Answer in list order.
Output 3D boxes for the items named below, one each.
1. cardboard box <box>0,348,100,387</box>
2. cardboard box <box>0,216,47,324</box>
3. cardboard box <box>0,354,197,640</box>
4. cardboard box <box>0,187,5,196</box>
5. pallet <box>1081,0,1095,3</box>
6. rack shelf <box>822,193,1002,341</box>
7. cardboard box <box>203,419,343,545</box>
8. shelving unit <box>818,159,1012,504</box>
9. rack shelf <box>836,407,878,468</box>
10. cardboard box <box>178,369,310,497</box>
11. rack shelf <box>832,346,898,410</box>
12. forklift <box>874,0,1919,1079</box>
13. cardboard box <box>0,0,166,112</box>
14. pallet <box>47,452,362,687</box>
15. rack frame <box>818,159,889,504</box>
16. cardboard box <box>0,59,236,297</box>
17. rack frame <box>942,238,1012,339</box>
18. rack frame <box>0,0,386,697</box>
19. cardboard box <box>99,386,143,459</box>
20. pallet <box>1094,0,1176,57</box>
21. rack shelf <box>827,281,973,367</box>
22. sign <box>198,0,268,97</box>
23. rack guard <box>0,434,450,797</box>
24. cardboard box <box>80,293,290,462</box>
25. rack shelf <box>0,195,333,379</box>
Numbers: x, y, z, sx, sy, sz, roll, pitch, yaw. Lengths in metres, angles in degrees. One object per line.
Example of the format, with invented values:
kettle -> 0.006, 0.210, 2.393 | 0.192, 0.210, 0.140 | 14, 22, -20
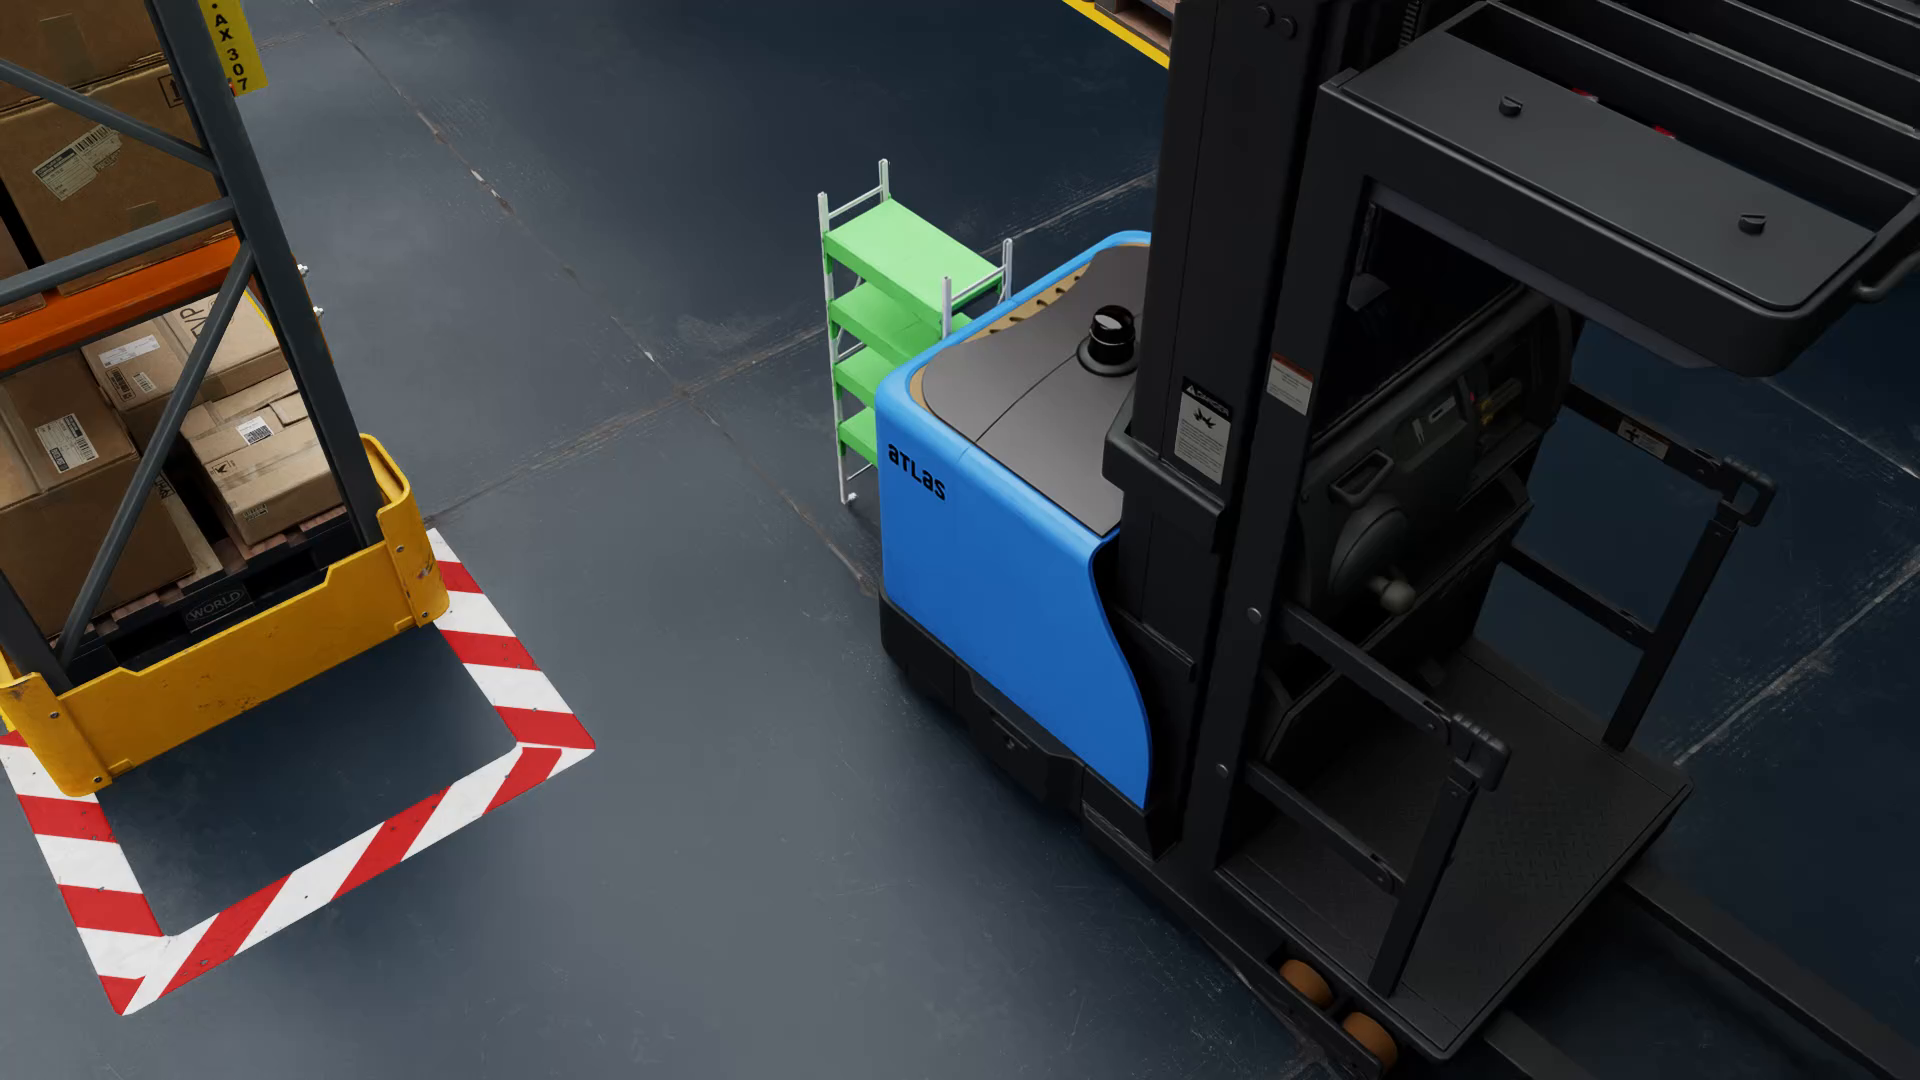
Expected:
cardboard box -> -3.130, -0.602, 5.330 | 0.500, 0.250, 0.500 | -29, 54, -24
cardboard box -> -2.542, -0.770, 3.856 | 0.500, 0.500, 0.500 | -28, 54, -23
cardboard box -> -2.579, -0.112, 4.717 | 0.500, 0.500, 0.500 | -29, 54, -24
cardboard box -> -2.429, -1.309, 4.345 | 0.500, 0.500, 0.500 | -30, 54, -24
pallet -> 0.606, -3.037, 7.861 | 1.003, 0.211, 1.213 | -29, 54, -24
rack shelf -> -0.123, -0.732, 4.542 | 0.258, 0.148, 0.480 | -35, 57, -28
cardboard box -> -2.034, -0.185, 5.021 | 0.380, 0.149, 0.250 | -29, 54, -24
shelving unit -> -0.123, -0.452, 4.850 | 0.258, 1.200, 0.503 | -35, 57, -28
rack shelf -> -0.123, -0.248, 5.075 | 0.258, 0.148, 0.480 | -35, 57, -28
cardboard box -> -2.185, -0.339, 5.148 | 0.380, 0.166, 0.250 | -29, 54, -24
rack shelf -> -0.123, -0.409, 4.897 | 0.258, 0.148, 0.480 | -35, 57, -28
forklift -> 1.147, -0.108, 3.370 | 1.130, 2.935, 3.031 | -35, 57, -28
cardboard box -> -2.113, -1.343, 3.701 | 0.500, 0.500, 0.500 | -28, 54, -23
pallet -> -2.583, -0.172, 5.263 | 1.003, 0.211, 1.213 | -29, 54, -24
rack frame -> -0.291, -0.583, 4.969 | 0.240, 1.200, 0.015 | -35, 57, -28
cardboard box -> -2.113, -1.007, 4.071 | 0.500, 0.500, 0.500 | -28, 54, -23
rack frame -> 0.045, -0.321, 4.731 | 0.240, 1.200, 0.015 | -35, 57, -28
rack frame -> -2.054, -0.594, 3.764 | 1.000, 3.000, 0.127 | -29, 54, -24
cardboard box -> -2.753, -0.279, 5.094 | 0.380, 0.166, 0.250 | -29, 54, -24
pallet -> 1.340, -2.318, 7.209 | 1.003, 0.211, 1.213 | -29, 54, -24
rack shelf -> -0.123, -0.570, 4.720 | 0.258, 0.148, 0.480 | -35, 57, -28
sign -> -1.622, -1.128, 3.664 | 0.100, 0.325, 0.005 | -29, 54, -24
rack guard -> -2.100, 0.201, 4.731 | 1.175, 0.500, 0.348 | -29, 54, -24
cardboard box -> -2.460, -0.561, 5.293 | 0.500, 0.250, 0.500 | -29, 54, -24
rack shelf -> -3.265, -1.532, 5.099 | 1.077, 0.370, 4.000 | -29, 54, -24
